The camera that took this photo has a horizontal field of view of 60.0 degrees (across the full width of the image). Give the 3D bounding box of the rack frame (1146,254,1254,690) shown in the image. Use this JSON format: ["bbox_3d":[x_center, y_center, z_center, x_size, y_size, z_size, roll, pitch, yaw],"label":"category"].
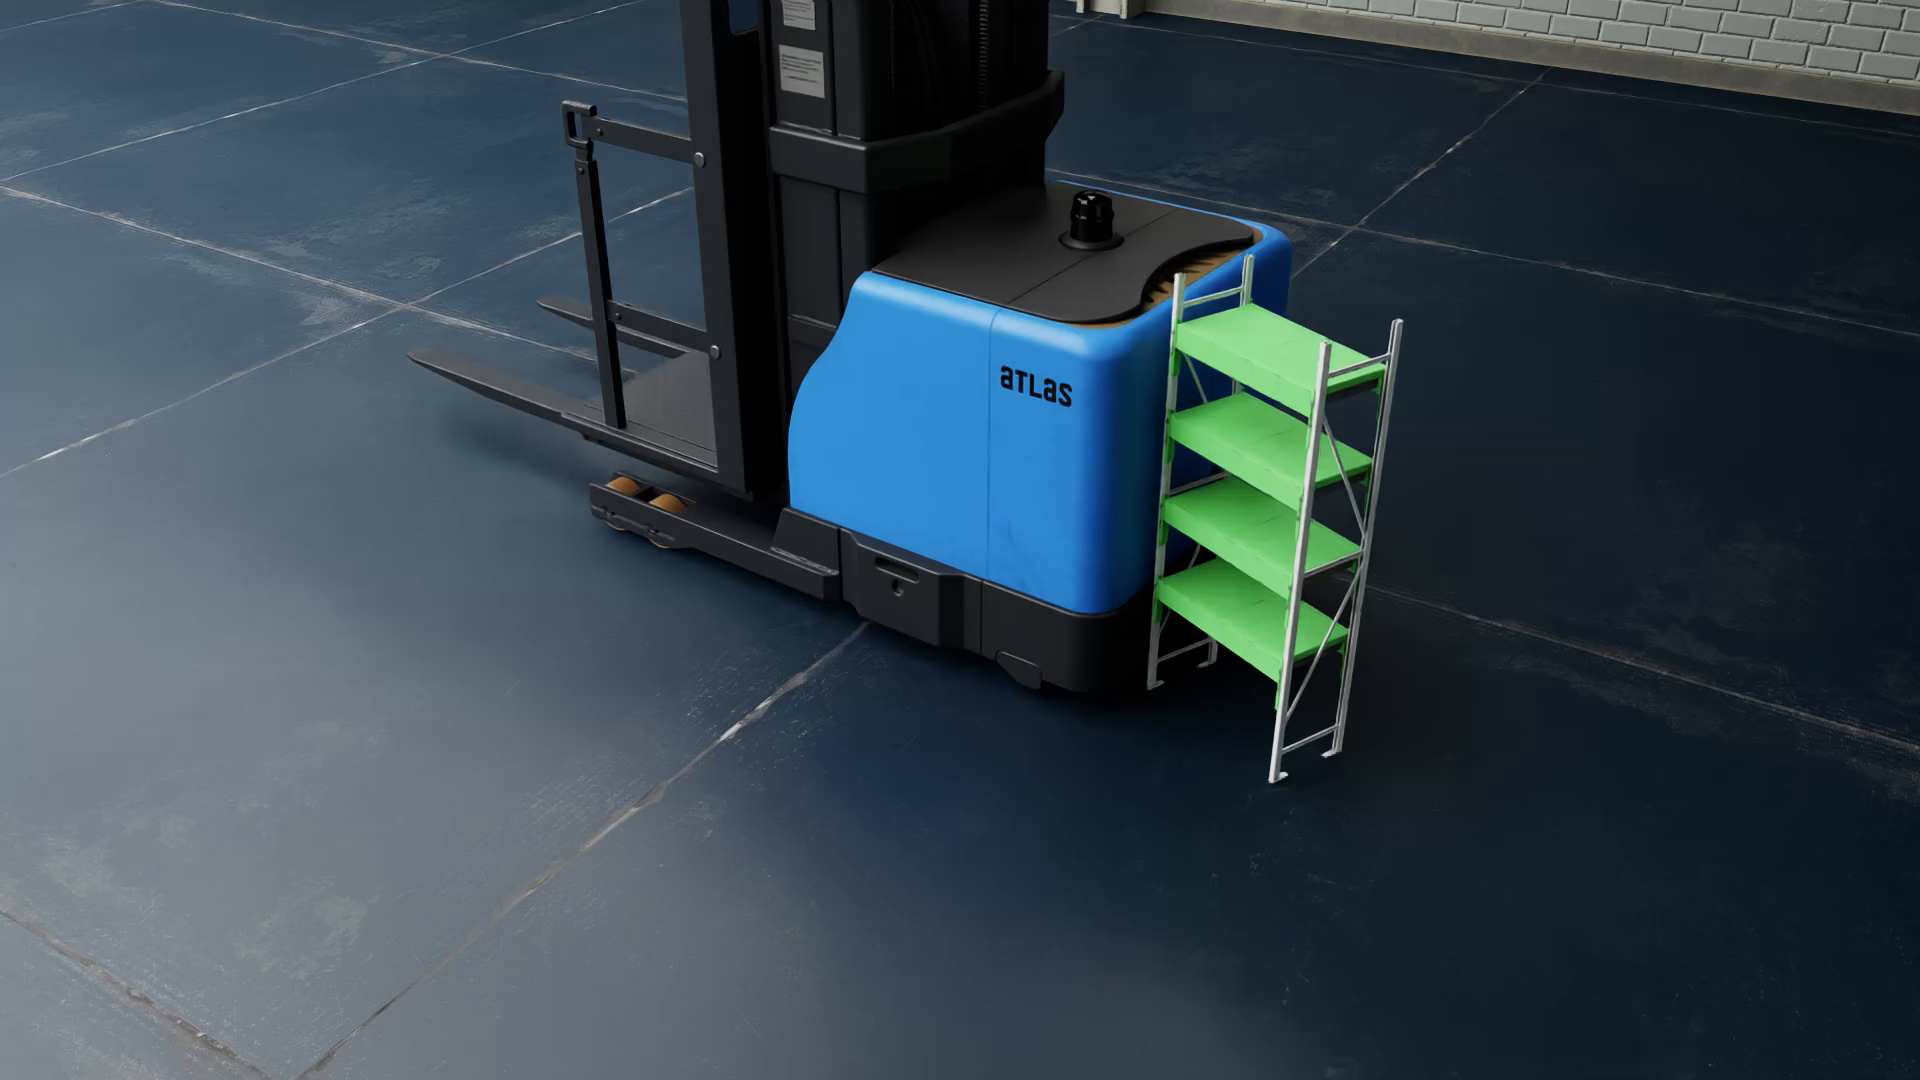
[{"bbox_3d":[0.615,-0.144,4.307,0.240,1.200,0.015,-19,35,-29],"label":"rack frame"}]

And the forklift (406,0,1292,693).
[{"bbox_3d":[-0.560,-1.434,4.800,3.031,2.935,1.130,20,36,30],"label":"forklift"}]

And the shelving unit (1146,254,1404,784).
[{"bbox_3d":[0.750,-0.042,4.131,0.258,1.200,0.503,-19,35,-29],"label":"shelving unit"}]

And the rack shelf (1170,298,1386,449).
[{"bbox_3d":[0.750,-0.401,3.921,0.258,0.148,0.480,-19,35,-29],"label":"rack shelf"}]

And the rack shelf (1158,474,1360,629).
[{"bbox_3d":[0.750,0.013,4.163,0.258,0.148,0.480,-19,35,-29],"label":"rack shelf"}]

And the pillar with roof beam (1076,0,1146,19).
[{"bbox_3d":[-1.235,-5.722,6.128,0.400,9.000,9.100,18,35,27],"label":"pillar with roof beam"}]

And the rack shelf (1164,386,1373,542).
[{"bbox_3d":[0.750,-0.194,4.042,0.258,0.148,0.480,-19,35,-29],"label":"rack shelf"}]

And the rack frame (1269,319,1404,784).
[{"bbox_3d":[0.885,0.061,3.956,0.240,1.200,0.015,-19,35,-29],"label":"rack frame"}]

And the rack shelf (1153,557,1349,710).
[{"bbox_3d":[0.750,0.221,4.284,0.258,0.148,0.480,-19,35,-29],"label":"rack shelf"}]
